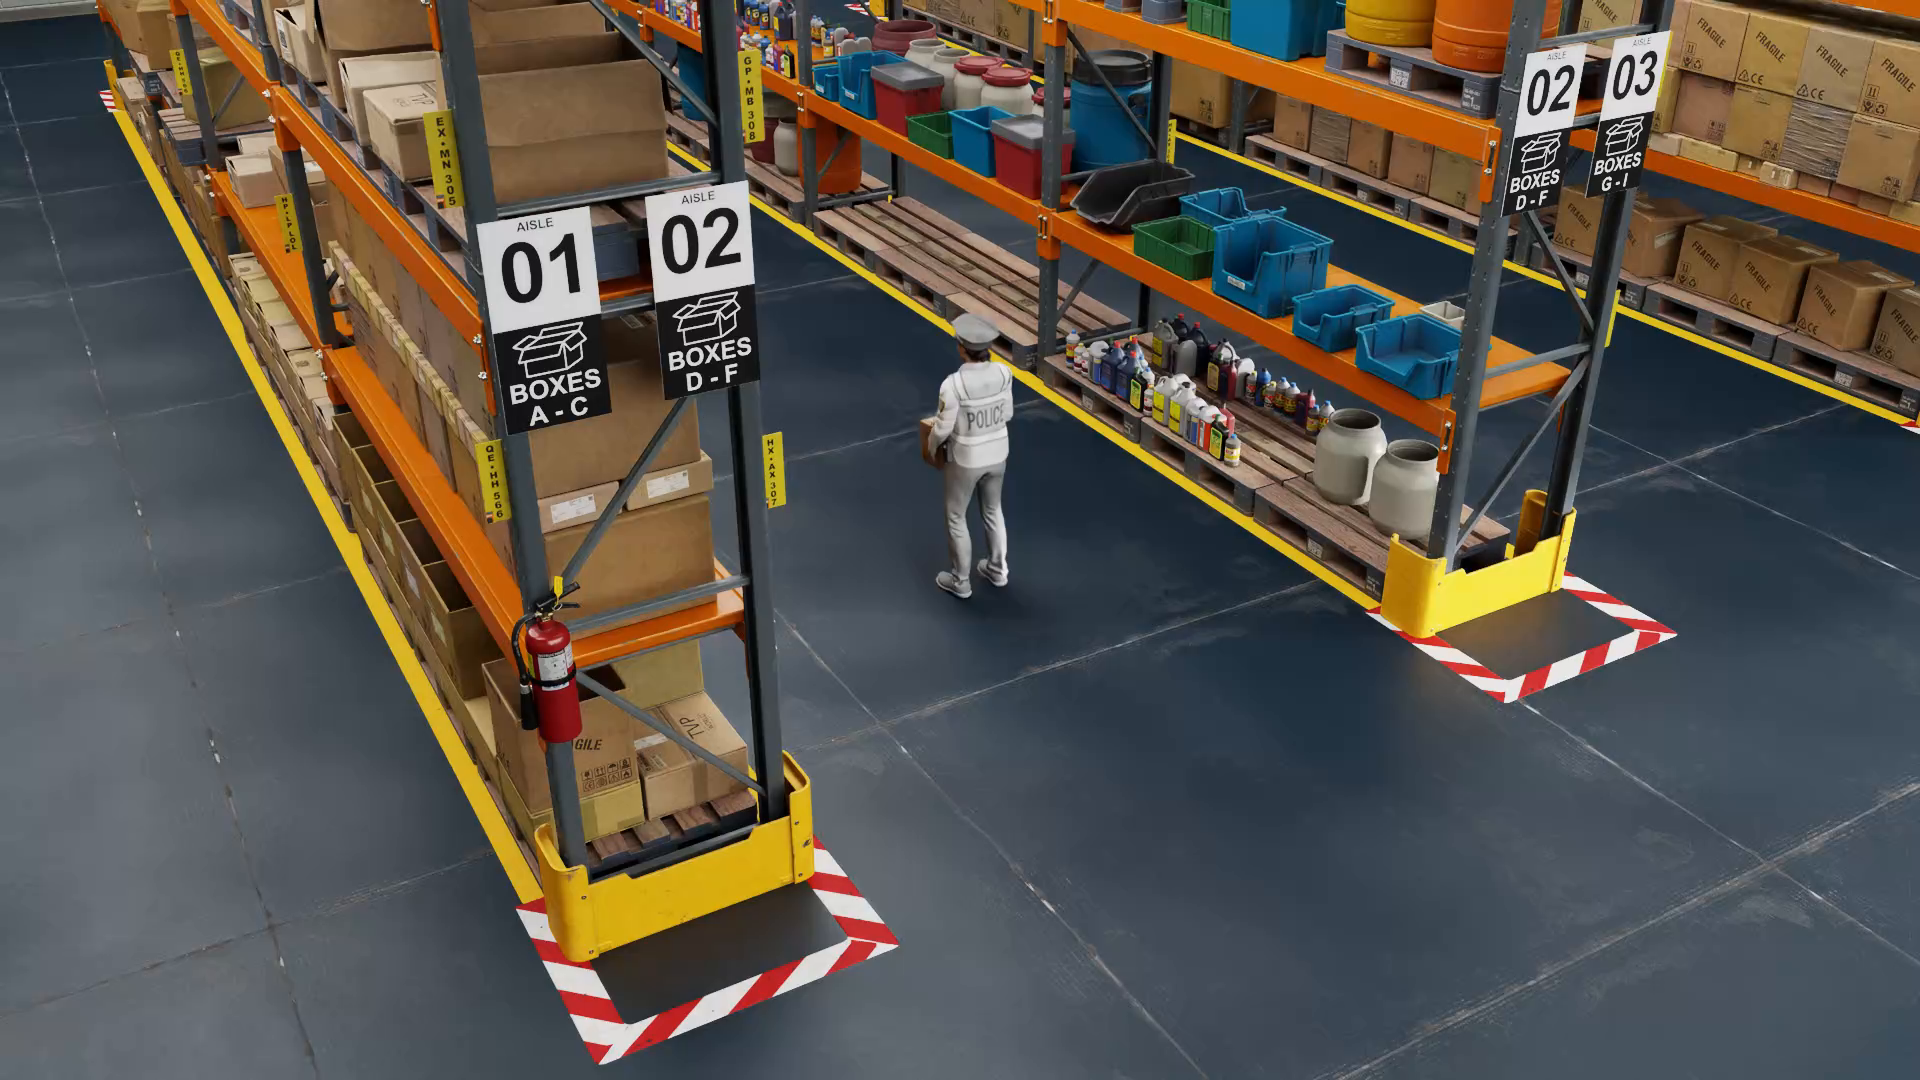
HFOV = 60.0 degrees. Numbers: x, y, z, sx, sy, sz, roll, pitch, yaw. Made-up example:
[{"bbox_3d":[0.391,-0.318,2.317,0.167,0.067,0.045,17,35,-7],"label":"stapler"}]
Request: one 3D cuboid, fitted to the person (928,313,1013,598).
[{"bbox_3d":[0.052,-0.480,9.387,0.497,1.687,0.439,-16,33,-27],"label":"person"}]
